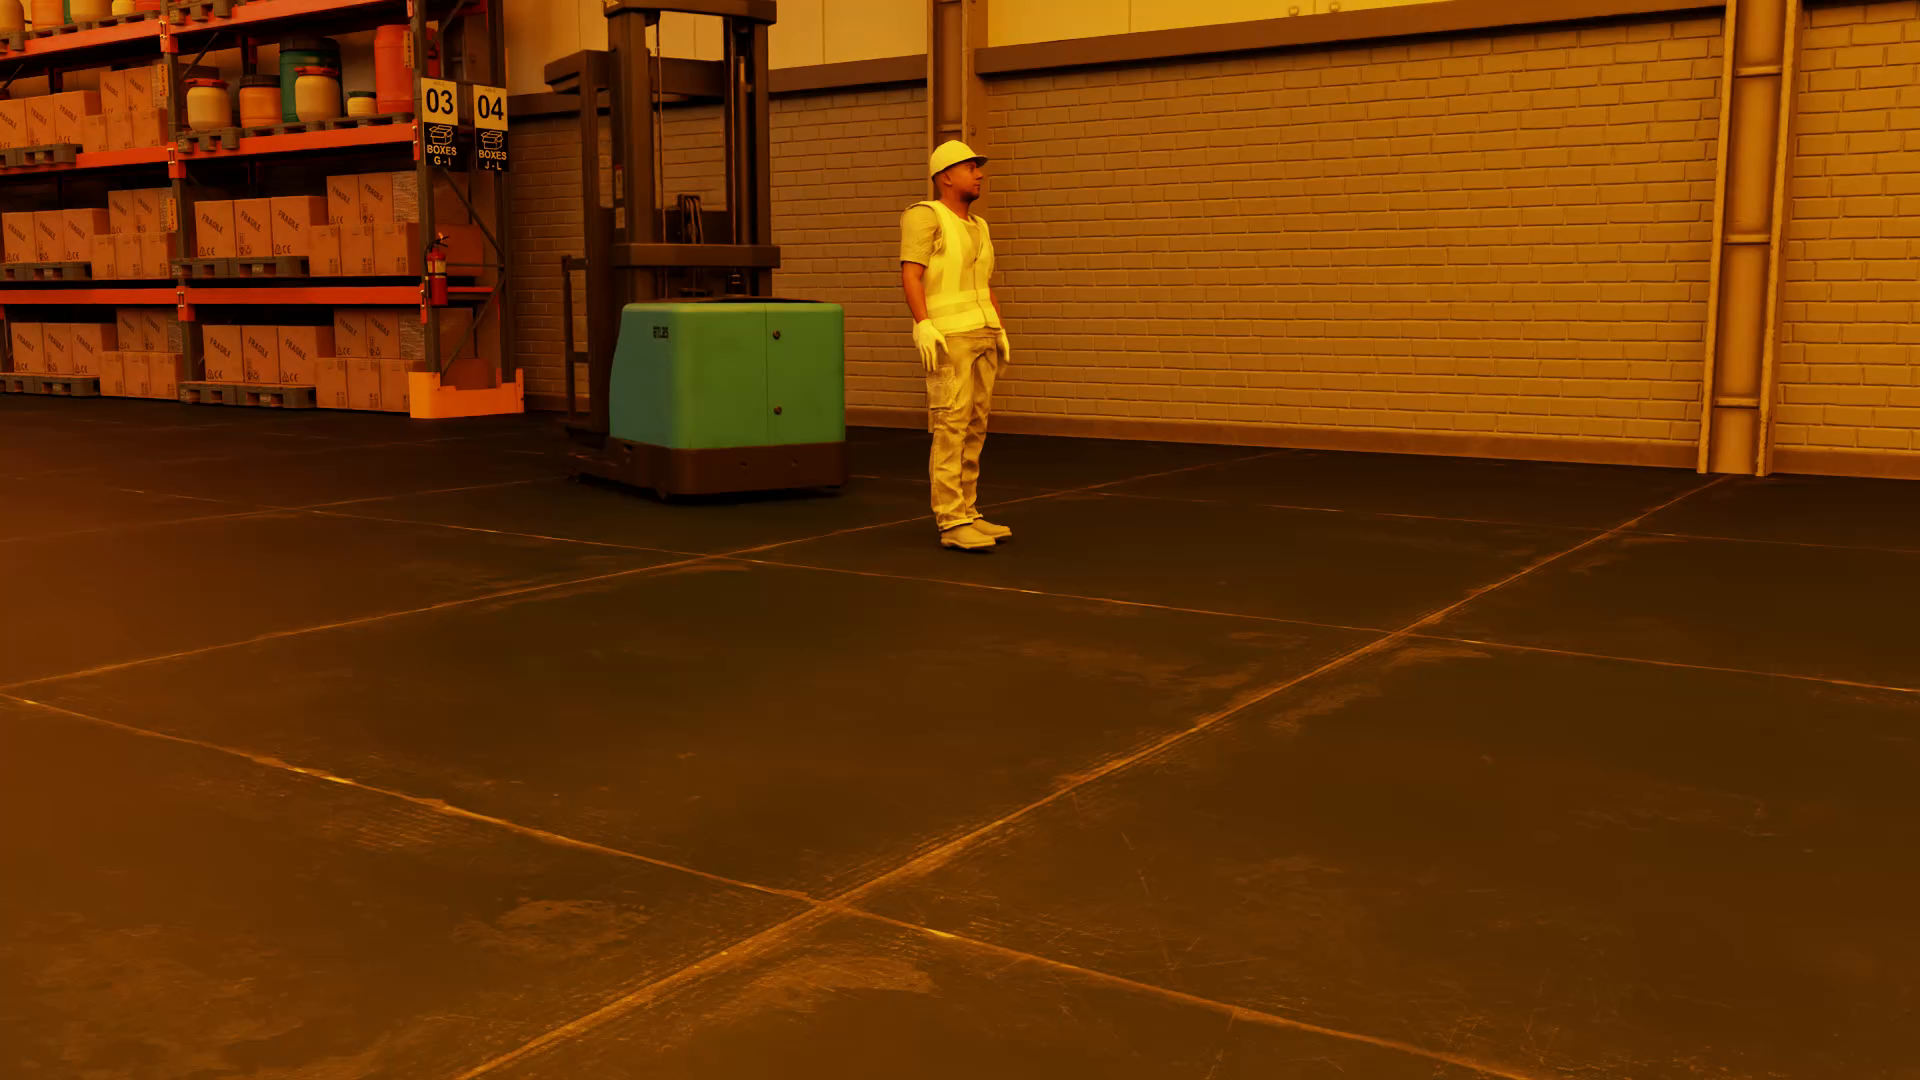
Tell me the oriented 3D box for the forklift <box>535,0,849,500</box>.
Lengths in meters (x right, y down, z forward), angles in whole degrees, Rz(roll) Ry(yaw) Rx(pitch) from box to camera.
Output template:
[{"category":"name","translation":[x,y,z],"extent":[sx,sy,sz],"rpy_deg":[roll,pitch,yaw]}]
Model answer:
[{"category":"forklift","translation":[-1.823,-1.833,10.085],"extent":[1.130,2.935,3.031],"rpy_deg":[-5,9,-31]}]

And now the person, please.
[{"category":"person","translation":[0.056,-0.883,7.431],"extent":[0.575,1.784,0.656],"rpy_deg":[5,10,34]}]
